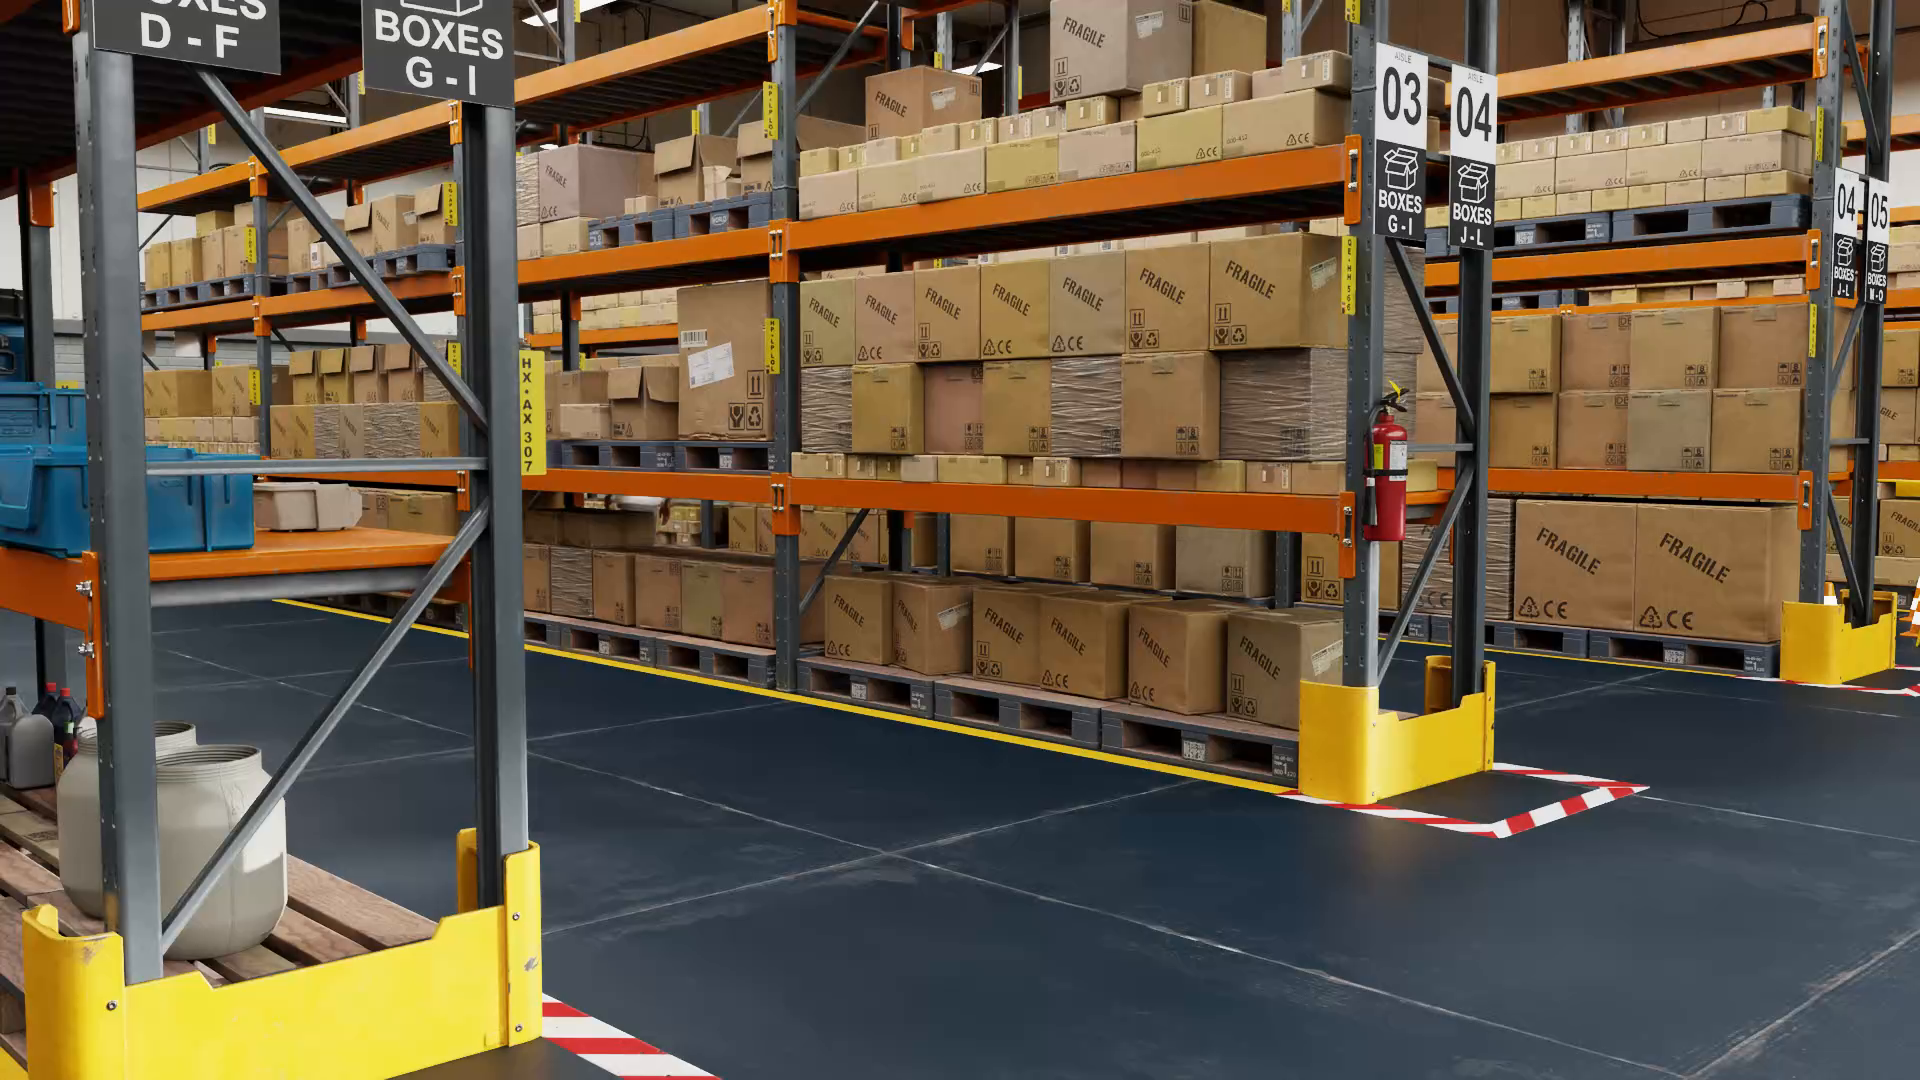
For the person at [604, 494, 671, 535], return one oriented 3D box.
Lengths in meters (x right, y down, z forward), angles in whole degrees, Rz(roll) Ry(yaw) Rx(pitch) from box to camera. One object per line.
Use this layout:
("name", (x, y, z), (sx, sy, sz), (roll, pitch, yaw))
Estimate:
("person", (-2.983, -0.328, 15.241), (0.568, 1.750, 0.922), (-2, 4, -29))
